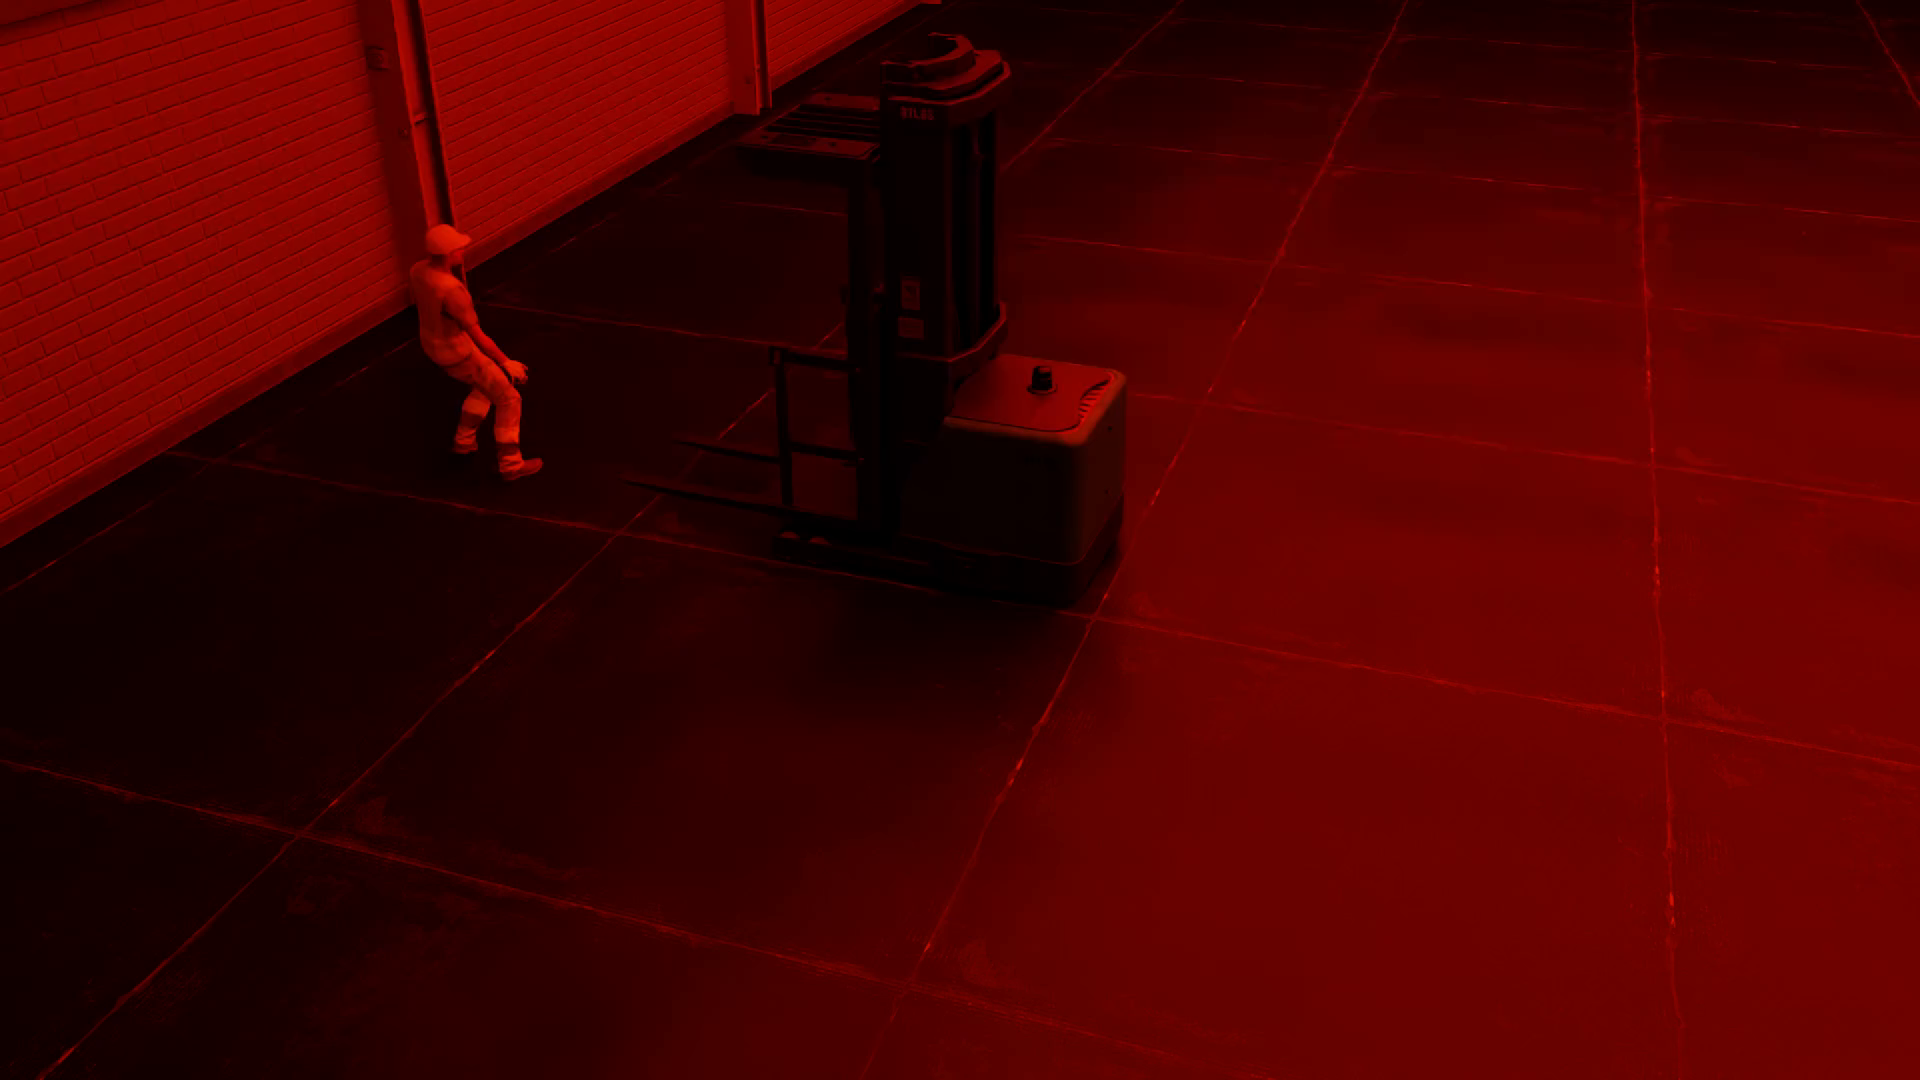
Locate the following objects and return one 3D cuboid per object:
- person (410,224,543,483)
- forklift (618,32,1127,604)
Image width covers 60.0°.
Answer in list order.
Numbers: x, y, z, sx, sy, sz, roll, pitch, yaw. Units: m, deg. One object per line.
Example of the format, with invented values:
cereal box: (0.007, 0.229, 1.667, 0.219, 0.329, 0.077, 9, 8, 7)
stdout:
person: (-3.082, -1.206, 10.520, 0.524, 1.688, 0.859, -23, 37, -34)
forklift: (-0.588, -1.356, 9.515, 3.031, 2.935, 1.130, 10, 31, 18)
